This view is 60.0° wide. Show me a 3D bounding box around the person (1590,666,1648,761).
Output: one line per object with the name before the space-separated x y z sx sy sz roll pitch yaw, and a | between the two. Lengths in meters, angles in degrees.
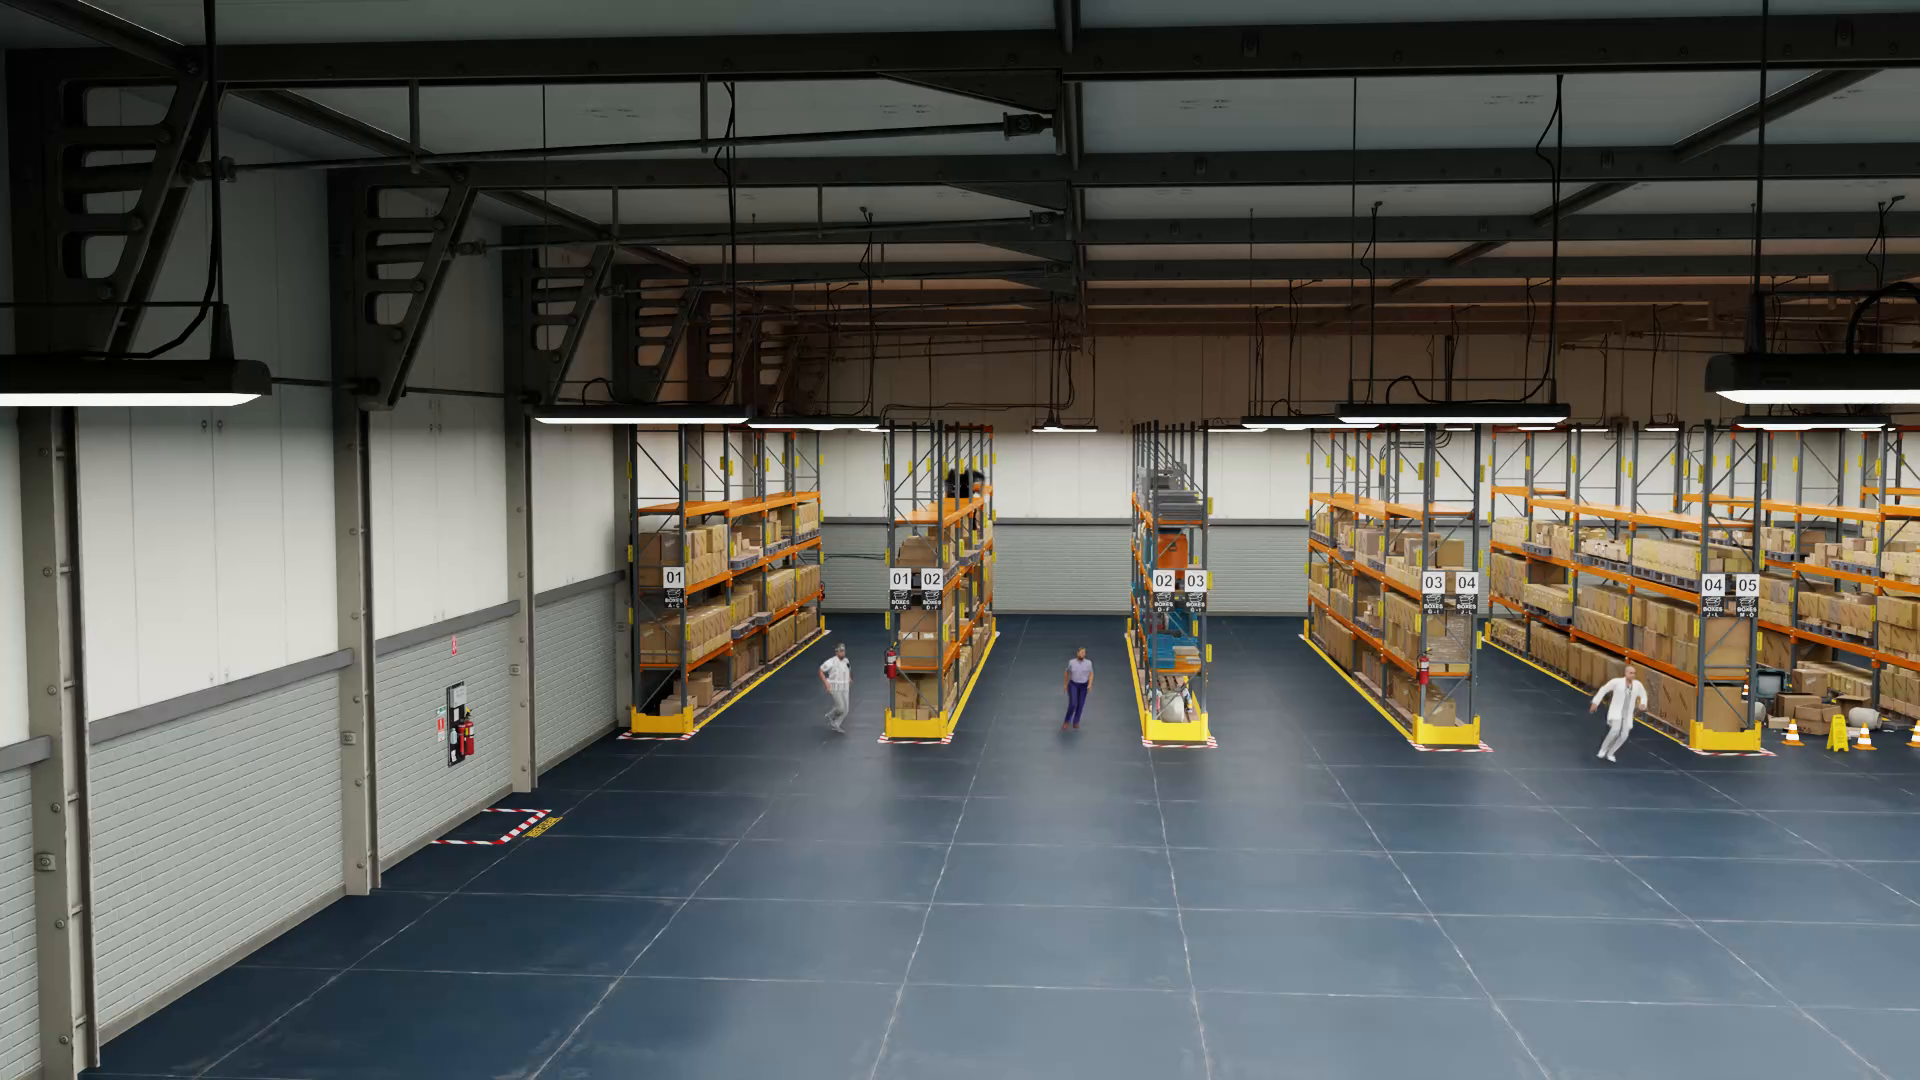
person | 11.627 3.062 29.167 0.893 1.701 0.710 0 4 -7

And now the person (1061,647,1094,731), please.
person | 2.261 2.865 32.044 0.624 1.602 0.661 0 4 -6

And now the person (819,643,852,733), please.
person | -2.324 2.847 31.905 0.685 1.737 0.611 -3 5 -44
